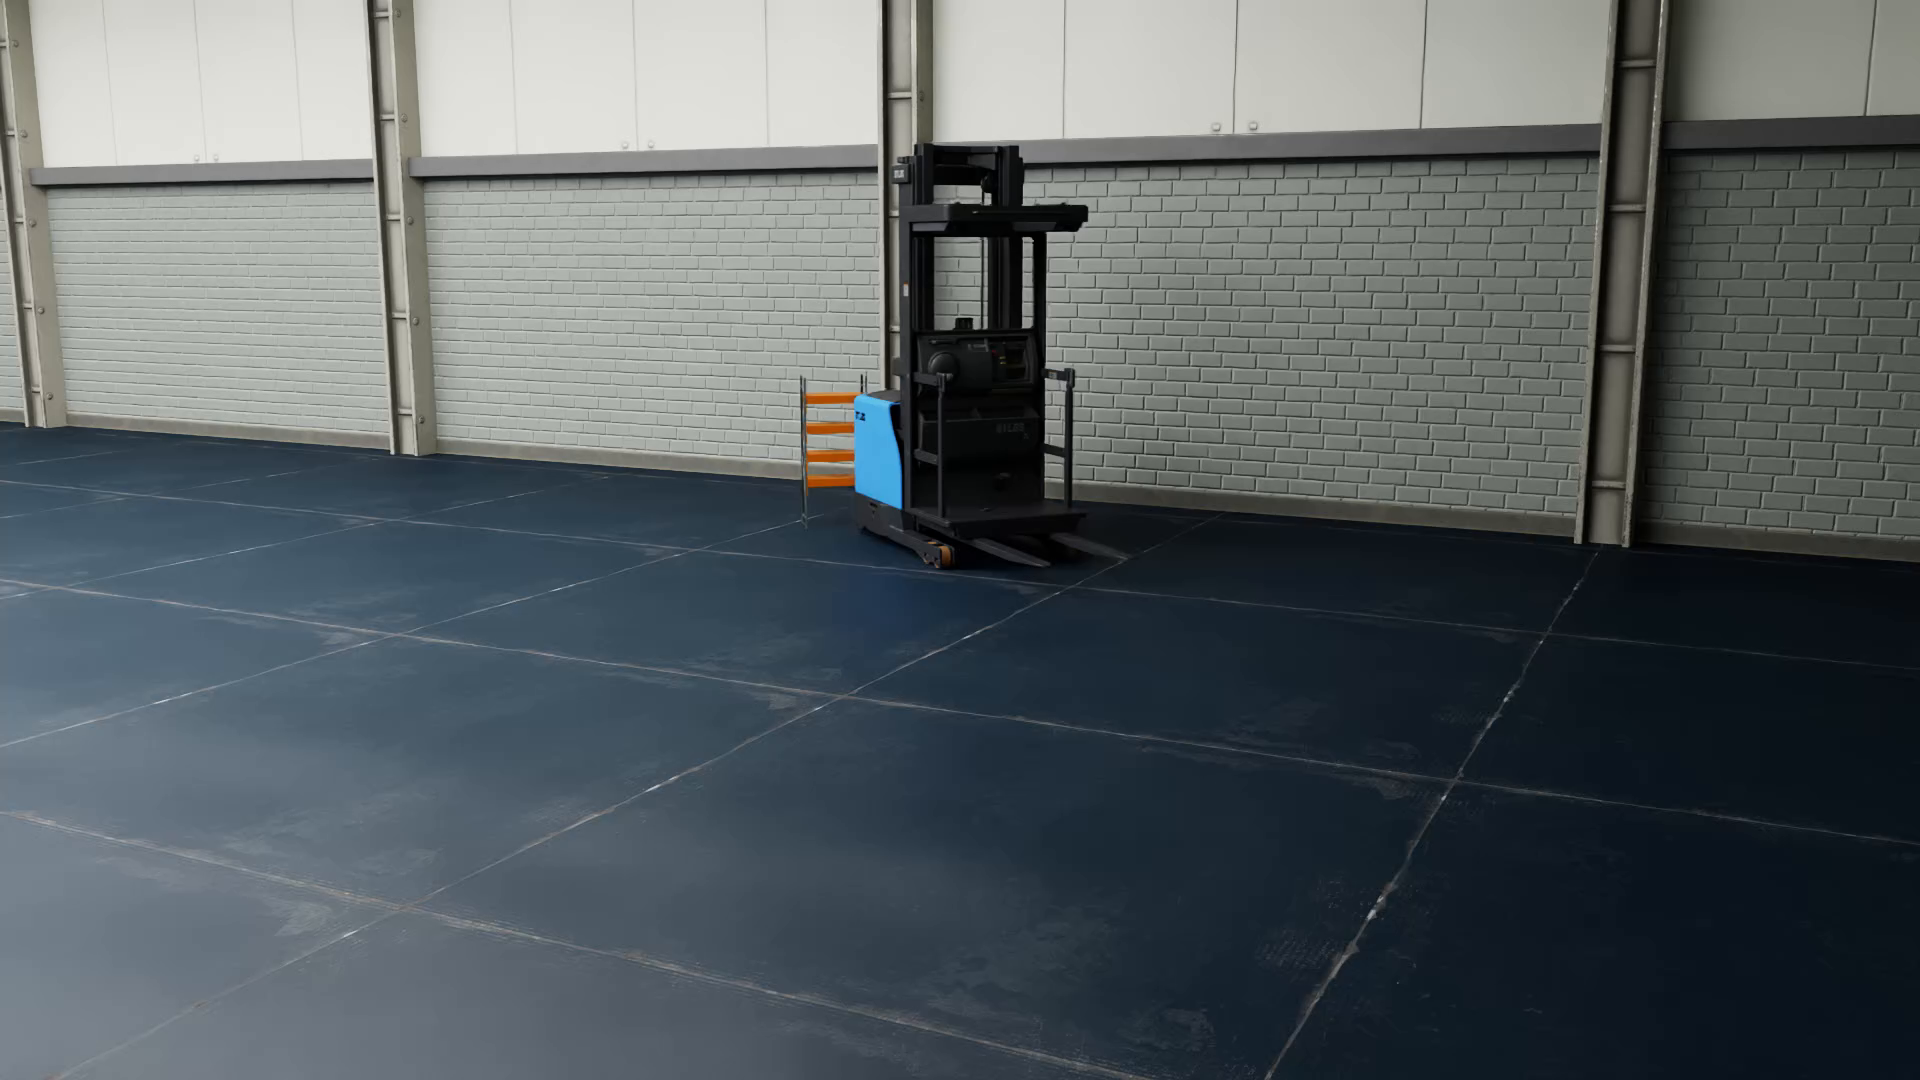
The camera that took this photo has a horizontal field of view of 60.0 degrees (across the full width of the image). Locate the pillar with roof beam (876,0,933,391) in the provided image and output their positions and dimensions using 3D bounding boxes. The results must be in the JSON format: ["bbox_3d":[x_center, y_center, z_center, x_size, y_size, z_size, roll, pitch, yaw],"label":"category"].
[{"bbox_3d":[-2.387,-4.199,10.661,0.400,9.000,9.100,5,11,26],"label":"pillar with roof beam"}]

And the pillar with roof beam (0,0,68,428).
[{"bbox_3d":[-13.149,-5.144,15.886,0.400,9.000,9.100,5,11,26],"label":"pillar with roof beam"}]

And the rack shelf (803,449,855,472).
[{"bbox_3d":[-1.004,-0.643,13.291,0.480,0.148,0.258,-2,11,-12],"label":"rack shelf"}]

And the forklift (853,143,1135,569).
[{"bbox_3d":[0.218,-1.325,11.820,1.130,2.935,3.031,-5,11,-24],"label":"forklift"}]

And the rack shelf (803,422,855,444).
[{"bbox_3d":[-1.004,-0.863,13.251,0.480,0.148,0.258,-2,11,-12],"label":"rack shelf"}]

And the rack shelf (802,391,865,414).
[{"bbox_3d":[-1.004,-1.096,13.209,0.480,0.148,0.258,-2,11,-12],"label":"rack shelf"}]

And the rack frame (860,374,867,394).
[{"bbox_3d":[-0.766,-0.718,13.331,0.015,1.200,0.240,-2,11,-12],"label":"rack frame"}]

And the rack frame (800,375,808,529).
[{"bbox_3d":[-1.242,-0.700,13.227,0.015,1.200,0.240,-2,11,-12],"label":"rack frame"}]

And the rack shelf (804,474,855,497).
[{"bbox_3d":[-1.004,-0.447,13.326,0.480,0.148,0.258,-2,11,-12],"label":"rack shelf"}]

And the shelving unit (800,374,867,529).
[{"bbox_3d":[-1.004,-0.709,13.279,0.503,1.200,0.258,-2,11,-12],"label":"shelving unit"}]

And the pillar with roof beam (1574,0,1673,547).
[{"bbox_3d":[2.993,-3.726,8.049,0.400,9.000,9.100,5,11,26],"label":"pillar with roof beam"}]

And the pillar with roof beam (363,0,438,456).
[{"bbox_3d":[-7.768,-4.671,13.274,0.400,9.000,9.100,5,11,26],"label":"pillar with roof beam"}]
